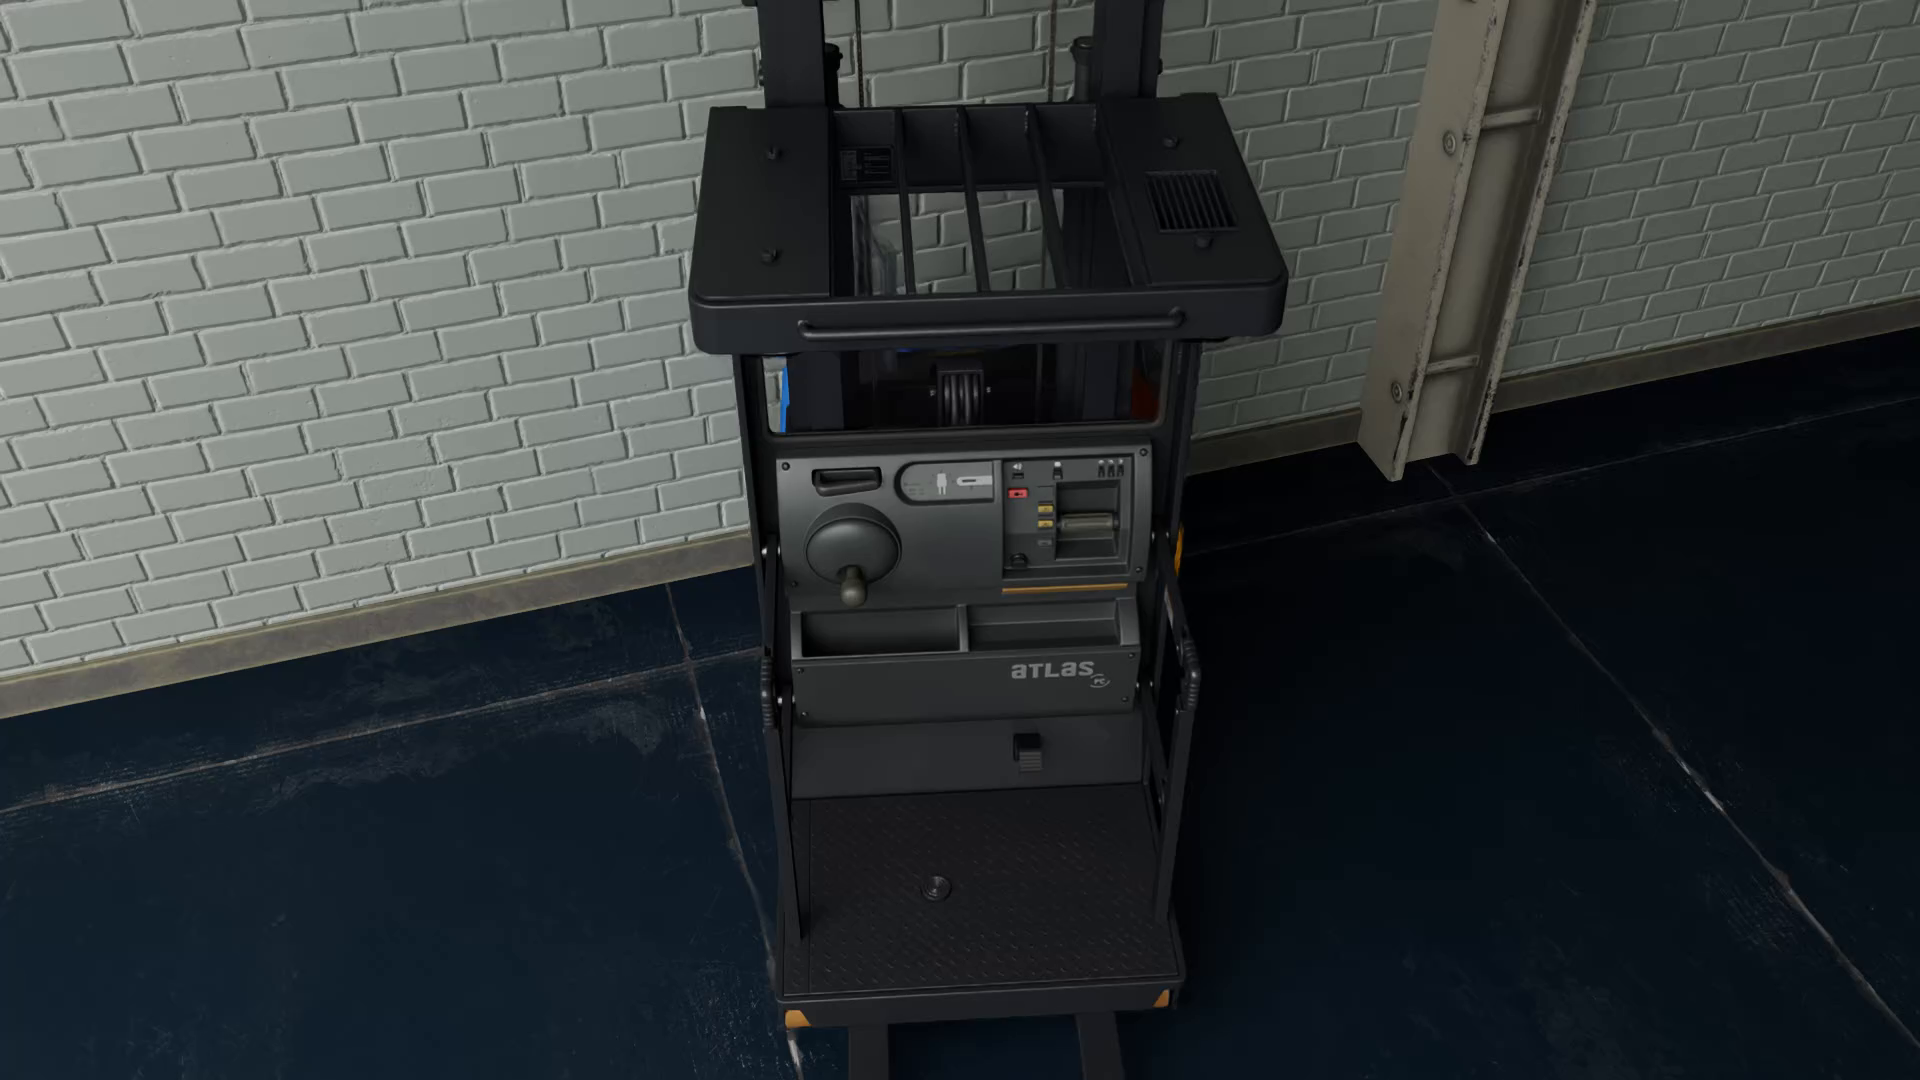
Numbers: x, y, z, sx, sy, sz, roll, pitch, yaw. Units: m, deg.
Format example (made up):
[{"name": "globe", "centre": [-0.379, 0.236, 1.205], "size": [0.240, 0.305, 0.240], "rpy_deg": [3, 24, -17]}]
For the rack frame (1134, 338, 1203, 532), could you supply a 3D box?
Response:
[{"name": "rack frame", "centre": [0.711, -0.589, 5.774], "size": [0.032, 1.500, 0.500], "rpy_deg": [-9, 41, -12]}]

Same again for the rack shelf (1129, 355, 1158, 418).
[{"name": "rack shelf", "centre": [0.217, -0.373, 5.788], "size": [1.000, 0.185, 0.538], "rpy_deg": [-9, 41, -12]}]

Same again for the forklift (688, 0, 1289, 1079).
[{"name": "forklift", "centre": [0.030, 0.036, 3.981], "size": [1.130, 2.935, 3.031], "rpy_deg": [-2, 41, -3]}]

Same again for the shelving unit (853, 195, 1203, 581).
[{"name": "shelving unit", "centre": [0.211, -0.509, 5.670], "size": [1.083, 1.500, 0.587], "rpy_deg": [-9, 41, -12]}]

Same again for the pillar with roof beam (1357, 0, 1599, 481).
[{"name": "pillar with roof beam", "centre": [3.120, -1.051, 0.614], "size": [0.400, 9.000, 9.100], "rpy_deg": [-12, 42, -13]}]

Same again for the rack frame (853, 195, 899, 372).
[{"name": "rack frame", "centre": [-0.272, -0.431, 5.570], "size": [0.032, 1.500, 0.500], "rpy_deg": [-9, 41, -12]}]

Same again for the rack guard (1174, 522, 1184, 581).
[{"name": "rack guard", "centre": [0.685, -0.110, 6.175], "size": [0.087, 0.250, 0.587], "rpy_deg": [-9, 41, -12]}]
